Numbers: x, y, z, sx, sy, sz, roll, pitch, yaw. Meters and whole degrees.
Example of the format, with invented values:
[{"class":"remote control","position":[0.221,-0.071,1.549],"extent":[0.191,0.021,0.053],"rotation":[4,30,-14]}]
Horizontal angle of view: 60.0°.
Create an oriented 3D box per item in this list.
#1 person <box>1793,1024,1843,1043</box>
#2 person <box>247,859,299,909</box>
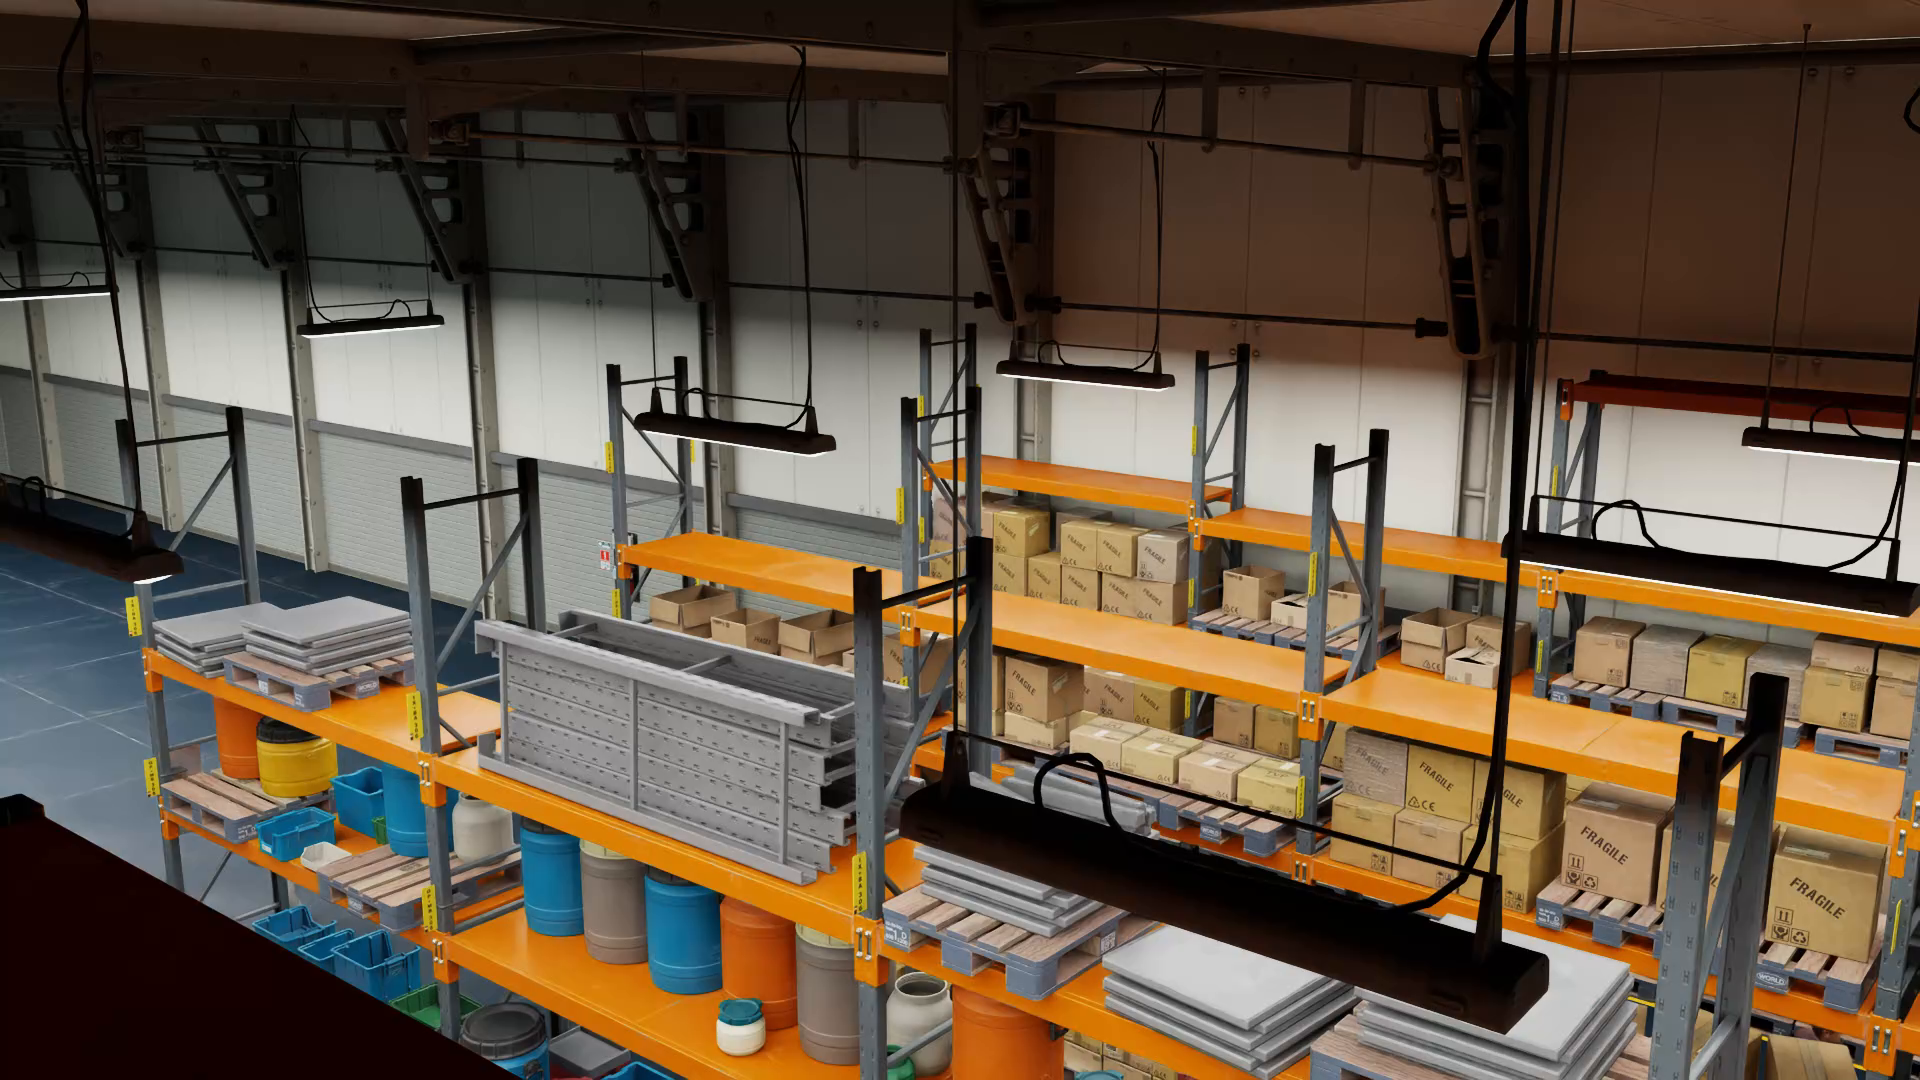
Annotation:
[{"class":"person","position":[6.368,4.399,12.805],"extent":[0.635,1.755,0.669],"rotation":[3,13,14]},{"class":"person","position":[-7.308,3.276,17.848],"extent":[0.466,1.845,0.633],"rotation":[4,13,17]}]
